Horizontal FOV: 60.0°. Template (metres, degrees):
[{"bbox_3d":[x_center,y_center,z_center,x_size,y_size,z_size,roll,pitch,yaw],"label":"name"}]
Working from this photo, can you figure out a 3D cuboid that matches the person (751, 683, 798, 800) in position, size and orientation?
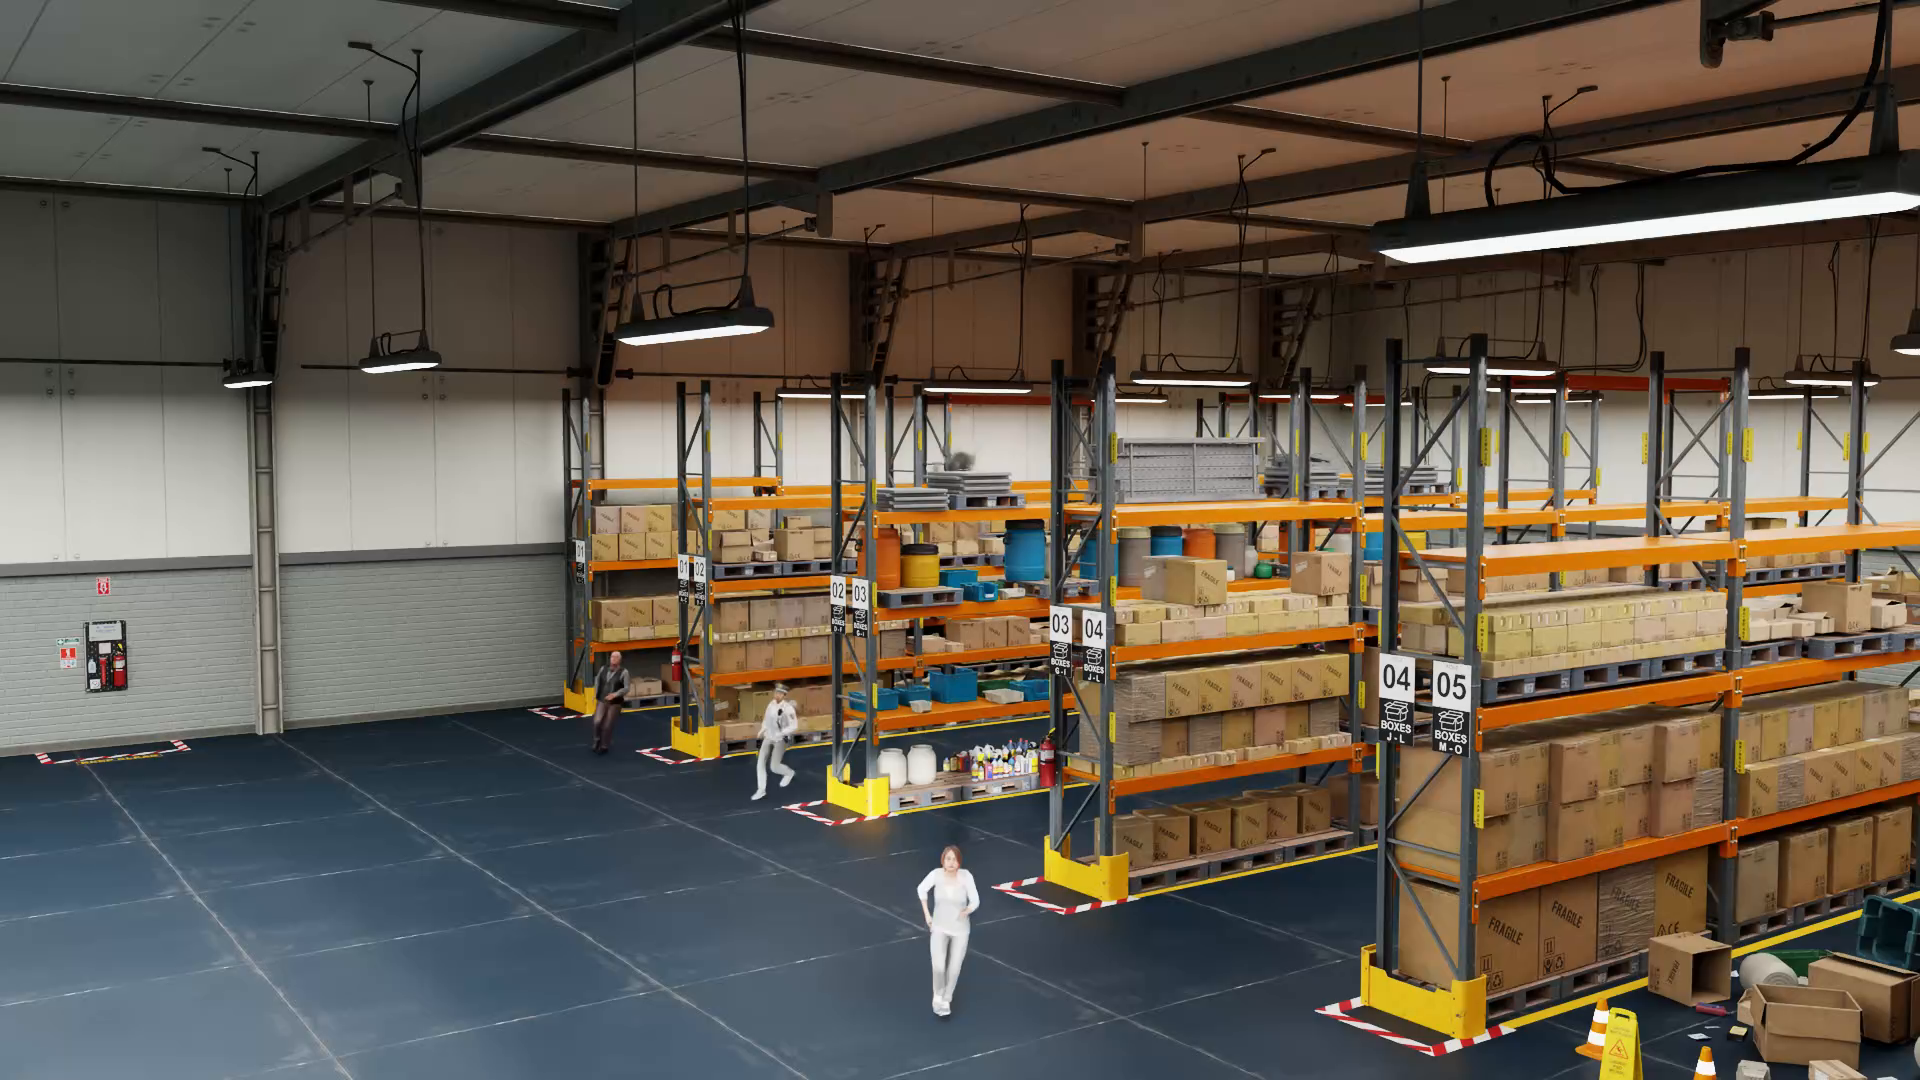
[{"bbox_3d":[-2.573,2.839,23.594,0.657,1.658,0.751,2,4,33],"label":"person"}]

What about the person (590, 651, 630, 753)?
[{"bbox_3d":[-5.608,2.615,26.622,0.657,1.653,0.613,0,4,4],"label":"person"}]

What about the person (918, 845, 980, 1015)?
[{"bbox_3d":[-0.094,3.440,14.579,0.533,1.556,0.619,0,4,-4],"label":"person"}]
